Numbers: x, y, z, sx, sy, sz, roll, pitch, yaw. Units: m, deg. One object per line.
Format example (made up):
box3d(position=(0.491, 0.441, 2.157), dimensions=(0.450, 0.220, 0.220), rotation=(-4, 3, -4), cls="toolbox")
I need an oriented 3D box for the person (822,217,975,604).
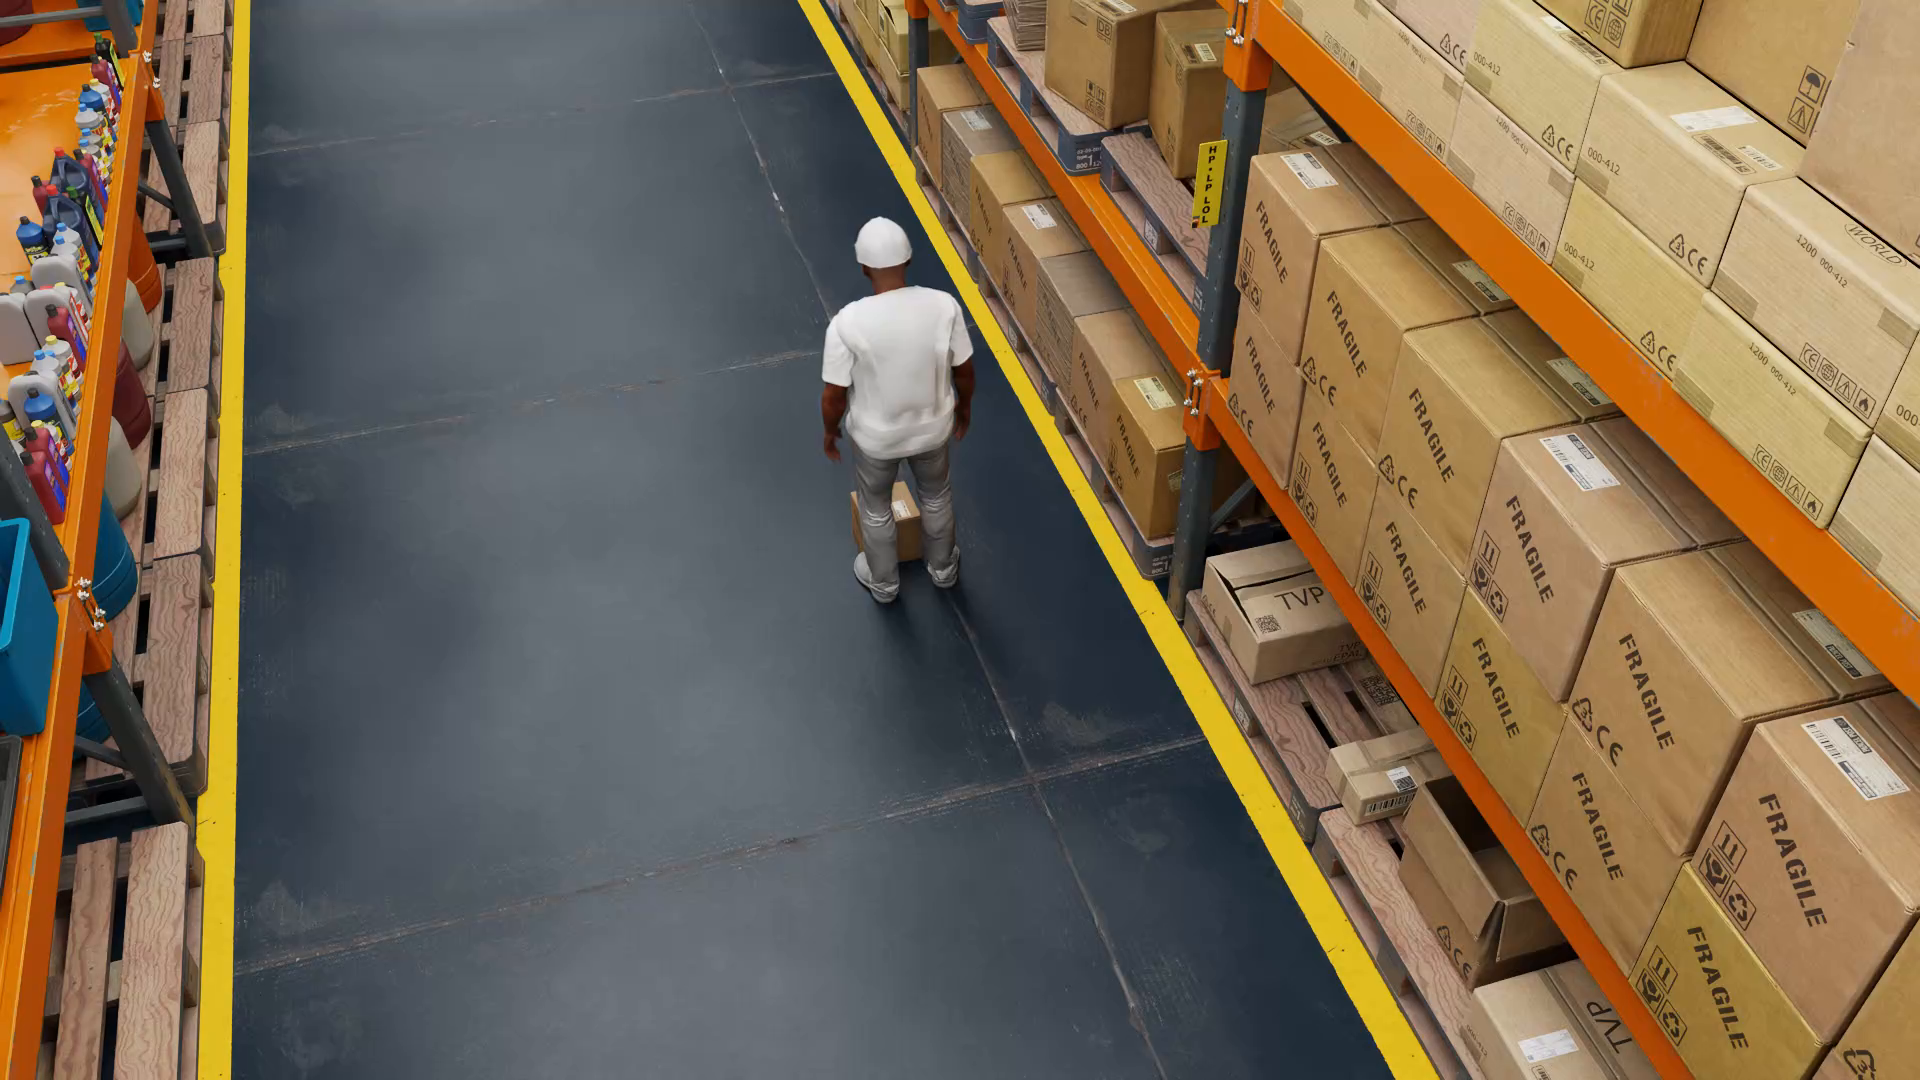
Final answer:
box3d(position=(-0.248, -0.484, 6.684), dimensions=(0.626, 1.761, 0.458), rotation=(-11, 43, -12), cls="person")
